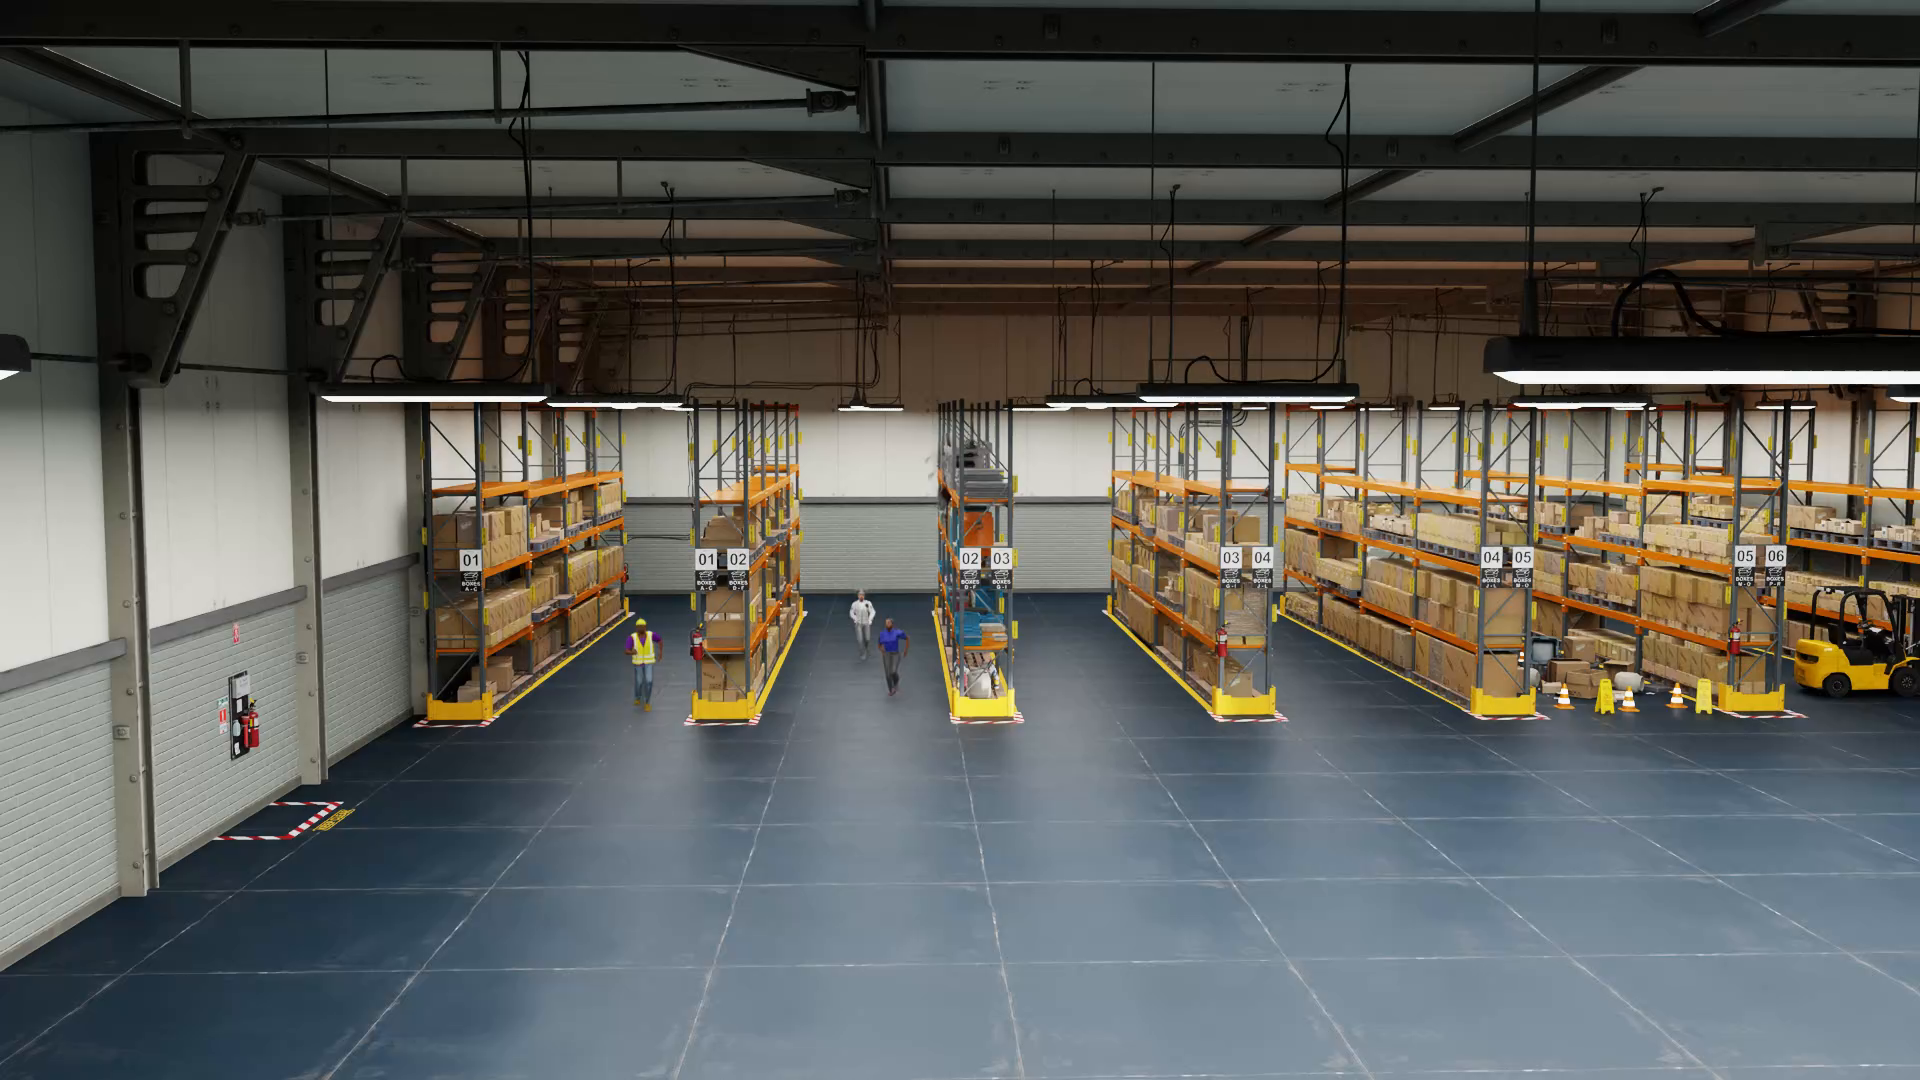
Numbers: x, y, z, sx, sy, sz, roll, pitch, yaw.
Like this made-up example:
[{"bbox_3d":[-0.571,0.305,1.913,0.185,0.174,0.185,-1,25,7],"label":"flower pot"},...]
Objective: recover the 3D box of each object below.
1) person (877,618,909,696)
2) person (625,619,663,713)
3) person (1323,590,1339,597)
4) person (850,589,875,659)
[{"bbox_3d":[-1.368,2.372,33.485,0.595,1.612,0.742,1,4,14],"label":"person"},{"bbox_3d":[-6.100,2.408,32.100,0.710,1.800,0.894,-1,4,-9],"label":"person"},{"bbox_3d":[10.950,1.145,49.038,0.605,1.721,0.733,0,4,-1],"label":"person"},{"bbox_3d":[-2.258,1.958,38.607,0.589,1.653,0.528,0,4,-5],"label":"person"}]
